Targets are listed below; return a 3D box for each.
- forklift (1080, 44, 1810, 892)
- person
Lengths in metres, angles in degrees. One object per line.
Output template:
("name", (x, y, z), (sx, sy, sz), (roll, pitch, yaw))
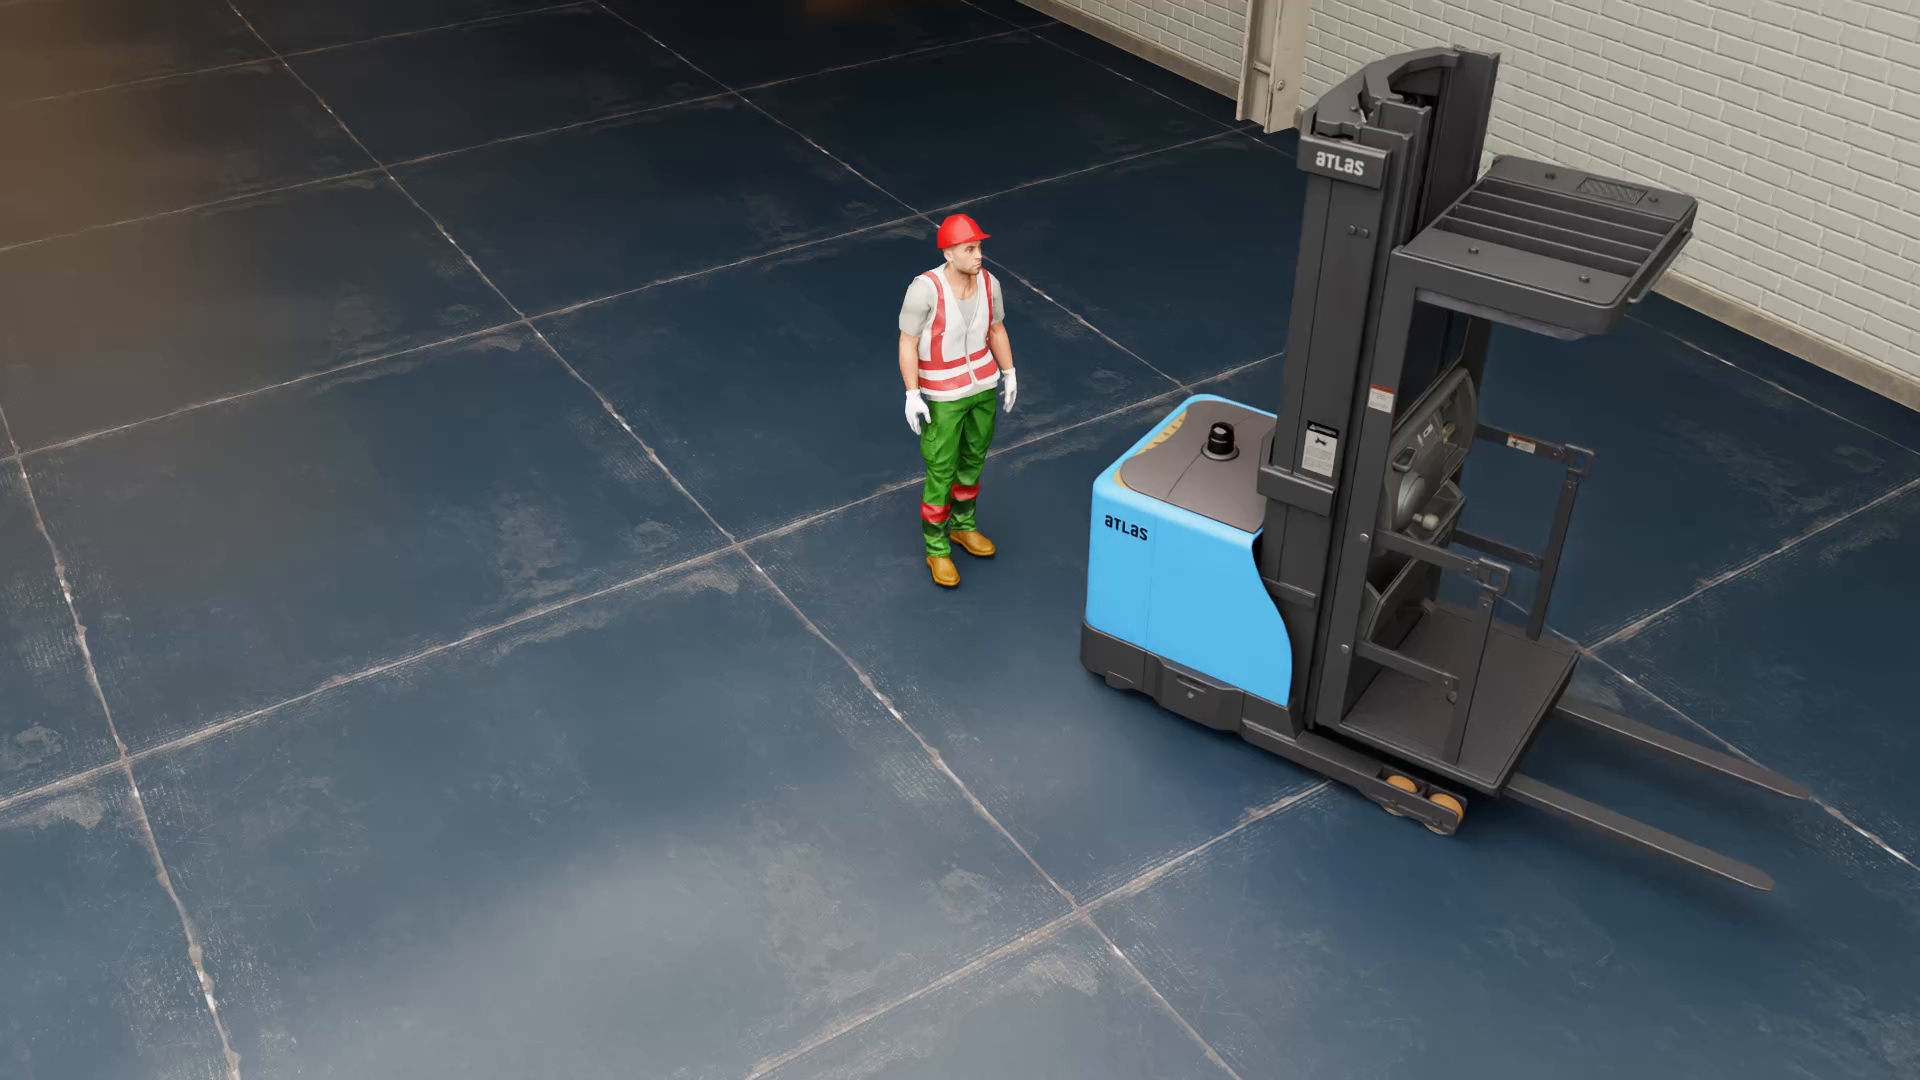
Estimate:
("forklift", (2.064, -0.321, 6.604), (3.031, 2.935, 1.130), (22, 41, 28))
("person", (0.034, -0.696, 8.119), (0.638, 1.787, 0.564), (-21, 40, -27))
